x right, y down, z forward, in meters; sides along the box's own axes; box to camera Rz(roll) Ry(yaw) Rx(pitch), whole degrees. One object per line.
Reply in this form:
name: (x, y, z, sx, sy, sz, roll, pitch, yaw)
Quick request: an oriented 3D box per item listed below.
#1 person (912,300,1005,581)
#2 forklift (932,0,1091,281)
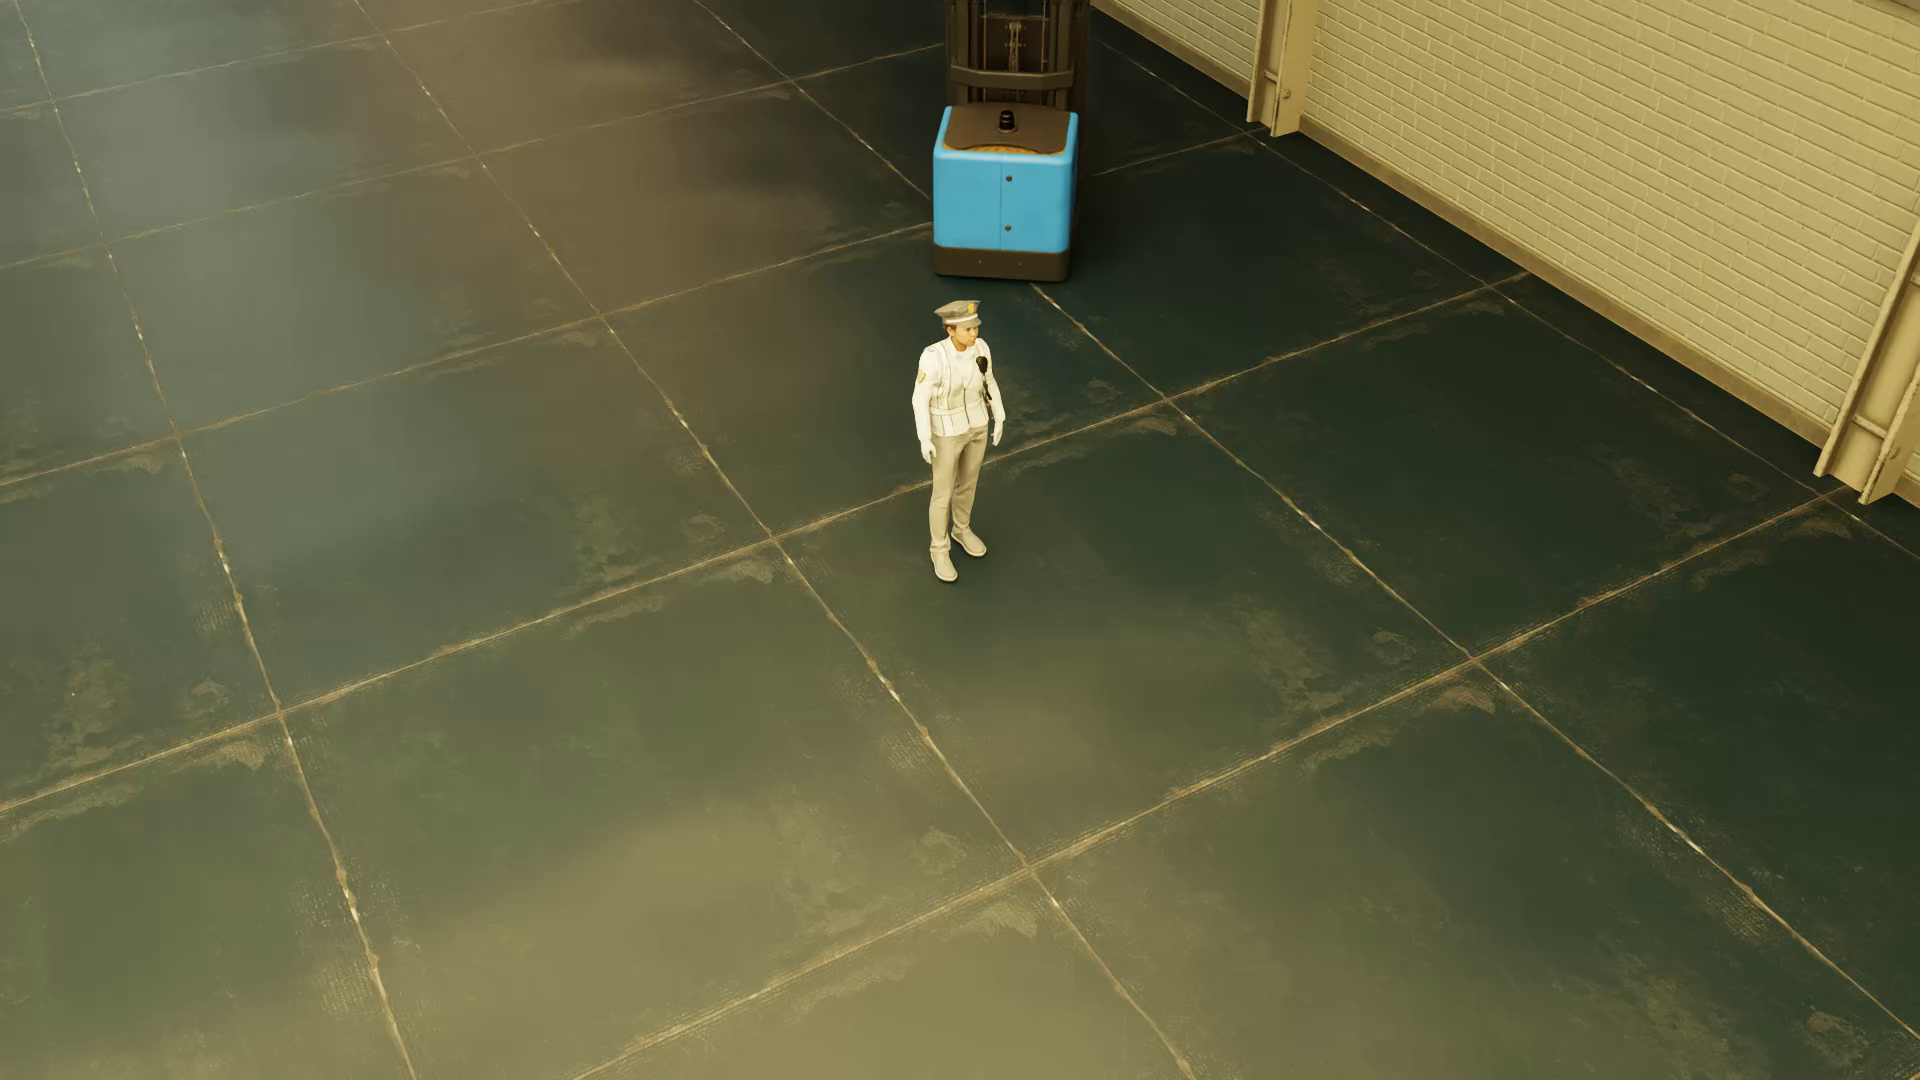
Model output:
person: (0.028, -0.617, 9.738, 0.587, 1.694, 0.530, -20, 44, -23)
forklift: (0.469, -4.018, 12.881, 1.130, 2.935, 3.031, 4, 40, 5)
